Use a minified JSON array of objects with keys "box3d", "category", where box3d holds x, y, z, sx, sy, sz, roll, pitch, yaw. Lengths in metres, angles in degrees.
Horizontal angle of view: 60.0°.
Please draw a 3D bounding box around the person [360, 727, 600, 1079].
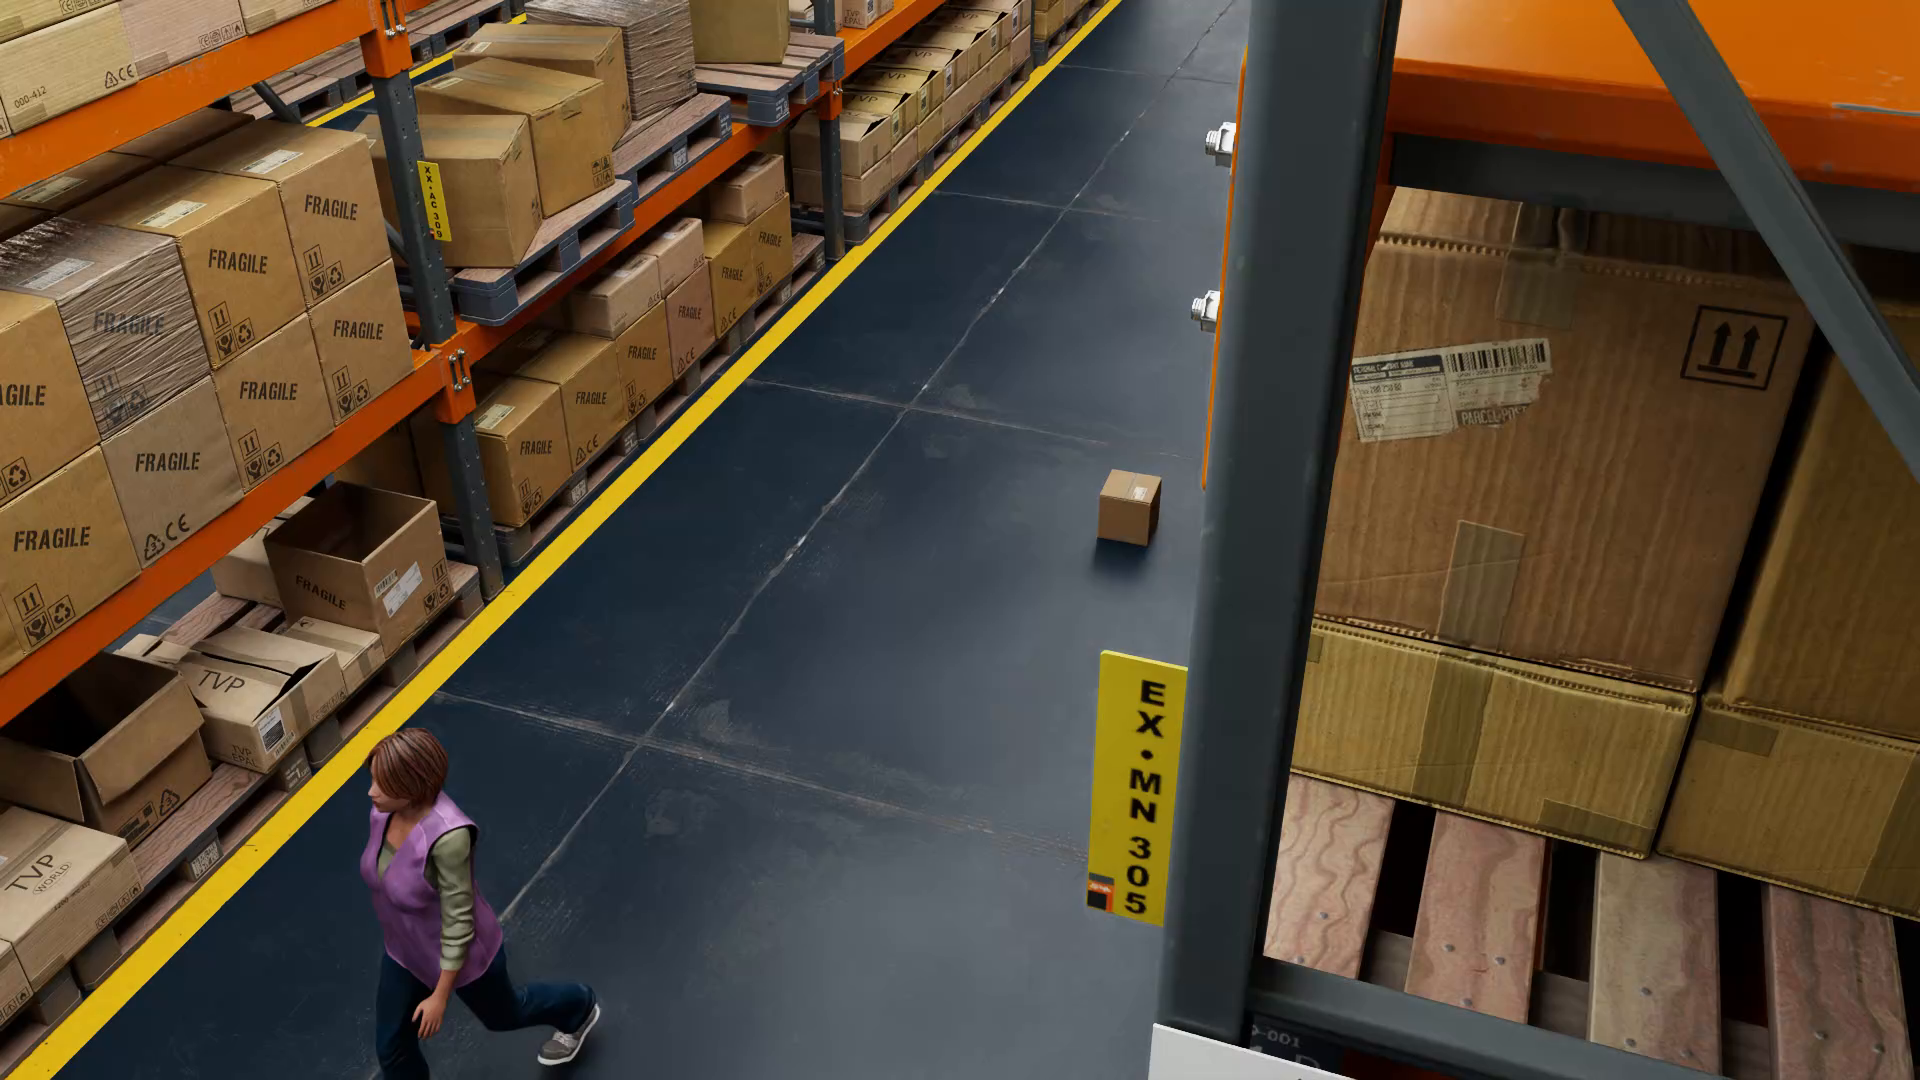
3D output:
[{"box3d":[-1.504,1.189,4.860,0.405,1.543,0.928,21,39,28],"category":"person"}]
